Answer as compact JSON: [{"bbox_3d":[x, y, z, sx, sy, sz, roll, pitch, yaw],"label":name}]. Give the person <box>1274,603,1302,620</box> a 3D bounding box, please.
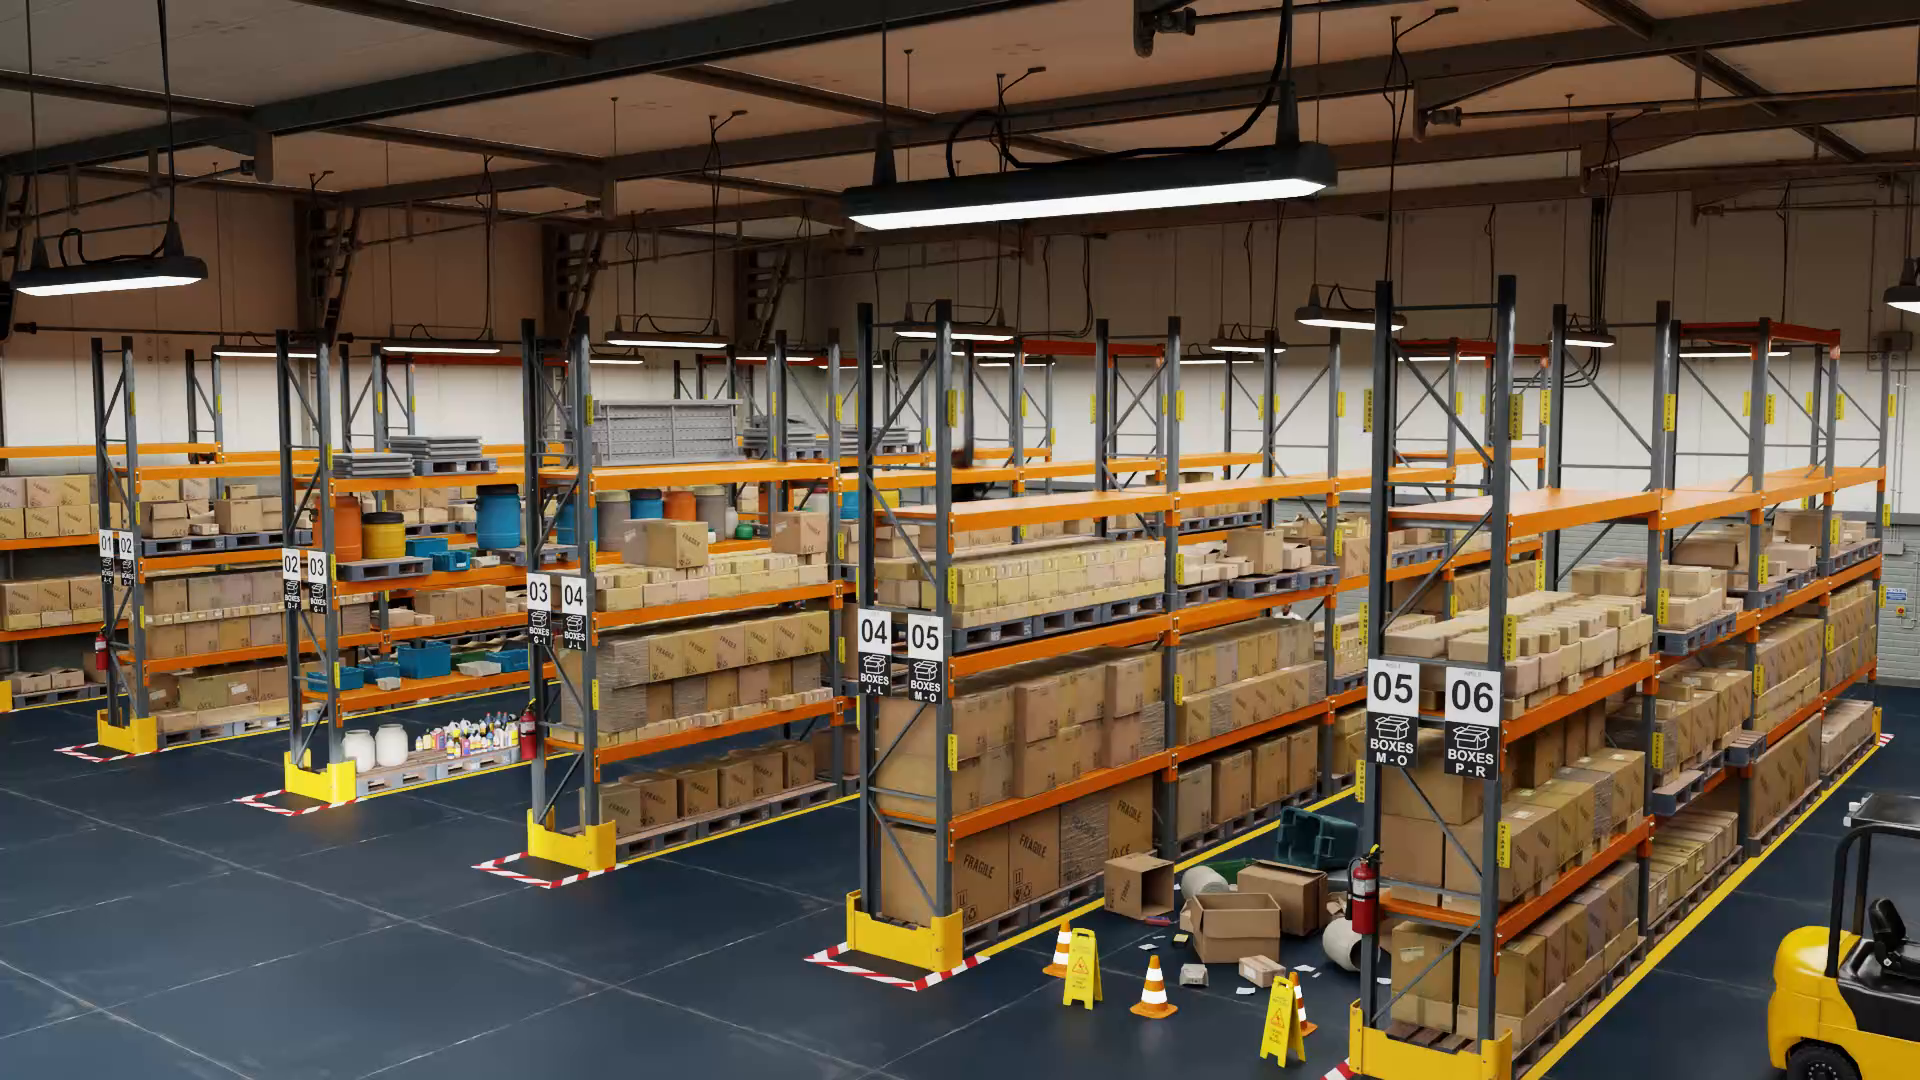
[{"bbox_3d":[5.597,1.863,28.556,0.646,1.715,0.816,3,6,29],"label":"person"}]
